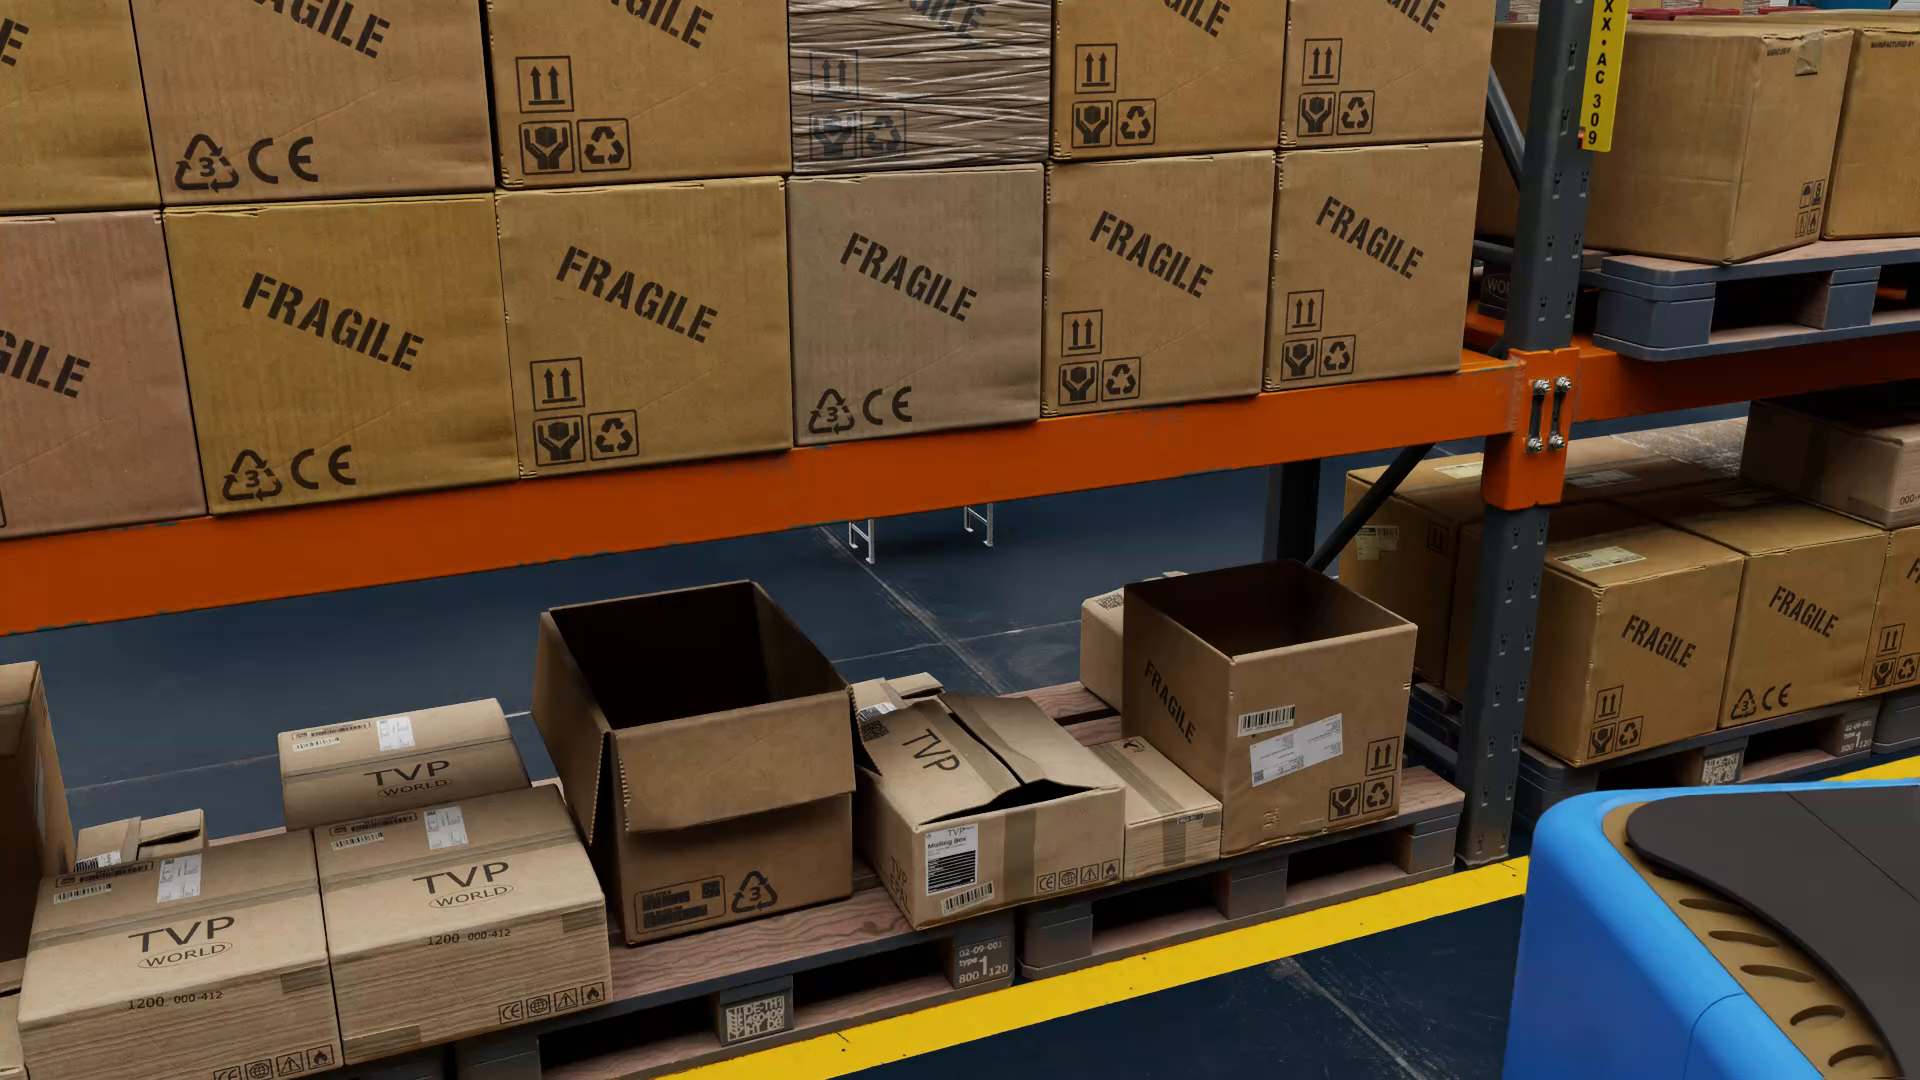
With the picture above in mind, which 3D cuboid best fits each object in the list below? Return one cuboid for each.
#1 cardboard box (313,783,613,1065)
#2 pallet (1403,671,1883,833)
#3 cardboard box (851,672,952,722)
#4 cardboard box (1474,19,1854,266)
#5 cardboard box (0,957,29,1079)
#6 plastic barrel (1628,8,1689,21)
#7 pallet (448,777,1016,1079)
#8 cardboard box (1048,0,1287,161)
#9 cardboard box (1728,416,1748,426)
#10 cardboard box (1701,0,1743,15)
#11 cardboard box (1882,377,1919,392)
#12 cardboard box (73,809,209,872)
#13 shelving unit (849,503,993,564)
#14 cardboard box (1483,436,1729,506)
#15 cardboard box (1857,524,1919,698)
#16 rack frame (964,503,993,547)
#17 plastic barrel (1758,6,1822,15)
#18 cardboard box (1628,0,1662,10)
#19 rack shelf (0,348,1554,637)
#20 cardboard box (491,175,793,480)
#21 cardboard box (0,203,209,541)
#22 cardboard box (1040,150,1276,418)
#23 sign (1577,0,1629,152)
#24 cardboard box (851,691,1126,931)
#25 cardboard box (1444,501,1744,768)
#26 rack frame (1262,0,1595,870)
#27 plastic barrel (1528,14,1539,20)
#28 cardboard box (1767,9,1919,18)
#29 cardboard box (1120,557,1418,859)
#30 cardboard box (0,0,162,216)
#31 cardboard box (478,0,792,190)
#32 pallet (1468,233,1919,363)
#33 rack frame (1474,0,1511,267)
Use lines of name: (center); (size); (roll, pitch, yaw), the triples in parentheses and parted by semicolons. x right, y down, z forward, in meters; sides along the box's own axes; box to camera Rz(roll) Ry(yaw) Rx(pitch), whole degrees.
cardboard box: (-1.008, 0.752, 3.348); (0.500, 0.250, 0.500); (-8, 21, -22)
pallet: (1.867, 0.450, 4.927); (1.213, 0.211, 1.003); (-8, 21, -22)
cardboard box: (-0.126, 0.488, 4.224); (0.250, 0.166, 0.380); (-8, 21, -22)
cardboard box: (1.659, -0.987, 4.025); (0.500, 0.500, 0.700); (-17, 26, -40)
cardboard box: (-1.788, 0.925, 2.983); (0.250, 0.166, 0.380); (-8, 21, -22)
plastic barrel: (4.486, -3.162, 10.782); (0.433, 0.535, 0.433); (0, 19, 0)
pallet: (-0.618, 0.820, 3.876); (1.213, 0.211, 1.003); (-8, 21, -22)
cardboard box: (0.304, -1.052, 3.338); (0.500, 0.500, 0.500); (-9, 21, -23)
cardboard box: (2.859, -0.124, 5.459); (0.500, 0.500, 0.500); (-9, 21, -24)
cardboard box: (7.306, -5.368, 16.654); (0.500, 0.500, 0.875); (-8, 21, -22)
cardboard box: (3.054, -0.316, 4.876); (0.500, 0.250, 0.500); (-9, 21, -23)
cardboard box: (-1.729, 0.735, 3.520); (0.250, 0.166, 0.380); (-8, 21, -22)
shelving unit: (-0.152, -0.544, 6.261); (0.503, 1.200, 0.258); (-8, 21, -22)
cardboard box: (1.932, 0.010, 5.080); (0.500, 0.500, 0.500); (-8, 21, -22)
cardboard box: (2.623, 0.098, 4.829); (0.500, 0.500, 0.500); (-8, 21, -21)
rack frame: (0.072, -0.576, 6.352); (0.015, 1.200, 0.240); (-8, 21, -22)
plastic barrel: (5.557, -3.316, 11.218); (0.433, 0.535, 0.433); (0, 19, 0)
cardboard box: (6.366, -5.254, 16.328); (0.500, 0.500, 0.875); (-8, 21, -22)
rack shelf: (-0.701, -0.145, 3.500); (4.000, 0.370, 1.077); (-8, 21, -22)
cardboard box: (-0.633, -0.446, 3.122); (0.500, 0.500, 0.500); (-8, 21, -21)
cardboard box: (-1.554, -0.316, 2.751); (0.500, 0.500, 0.500); (-8, 21, -22)
cardboard box: (0.305, -0.582, 3.508); (0.500, 0.500, 0.500); (-8, 21, -20)
sign: (1.357, -0.991, 3.517); (0.005, 0.325, 0.100); (-8, 21, -22)
cardboard box: (0.036, 0.574, 3.762); (0.500, 0.311, 0.500); (-8, 21, -22)
cardboard box: (1.676, 0.235, 4.439); (0.500, 0.500, 0.500); (-9, 21, -24)
rack frame: (1.135, -0.747, 4.128); (0.127, 3.000, 1.000); (-8, 21, -22)
plastic barrel: (3.709, -3.038, 10.464); (0.421, 0.512, 0.421); (0, 19, 0)
cardboard box: (2.733, -1.244, 4.755); (0.500, 0.500, 0.700); (-15, 24, -36)
cardboard box: (0.724, 0.386, 4.011); (0.500, 0.500, 0.500); (-8, 21, -22)
cardboard box: (-1.549, -0.789, 2.590); (0.500, 0.500, 0.500); (-8, 21, -21)
cardboard box: (-0.621, -0.920, 2.963); (0.500, 0.500, 0.500); (-8, 21, -22)
pallet: (1.912, -0.728, 4.364); (1.213, 0.211, 1.003); (-8, 21, -22)
rack frame: (2.849, -2.784, 9.914); (0.127, 3.000, 1.000); (-8, 21, -22)
